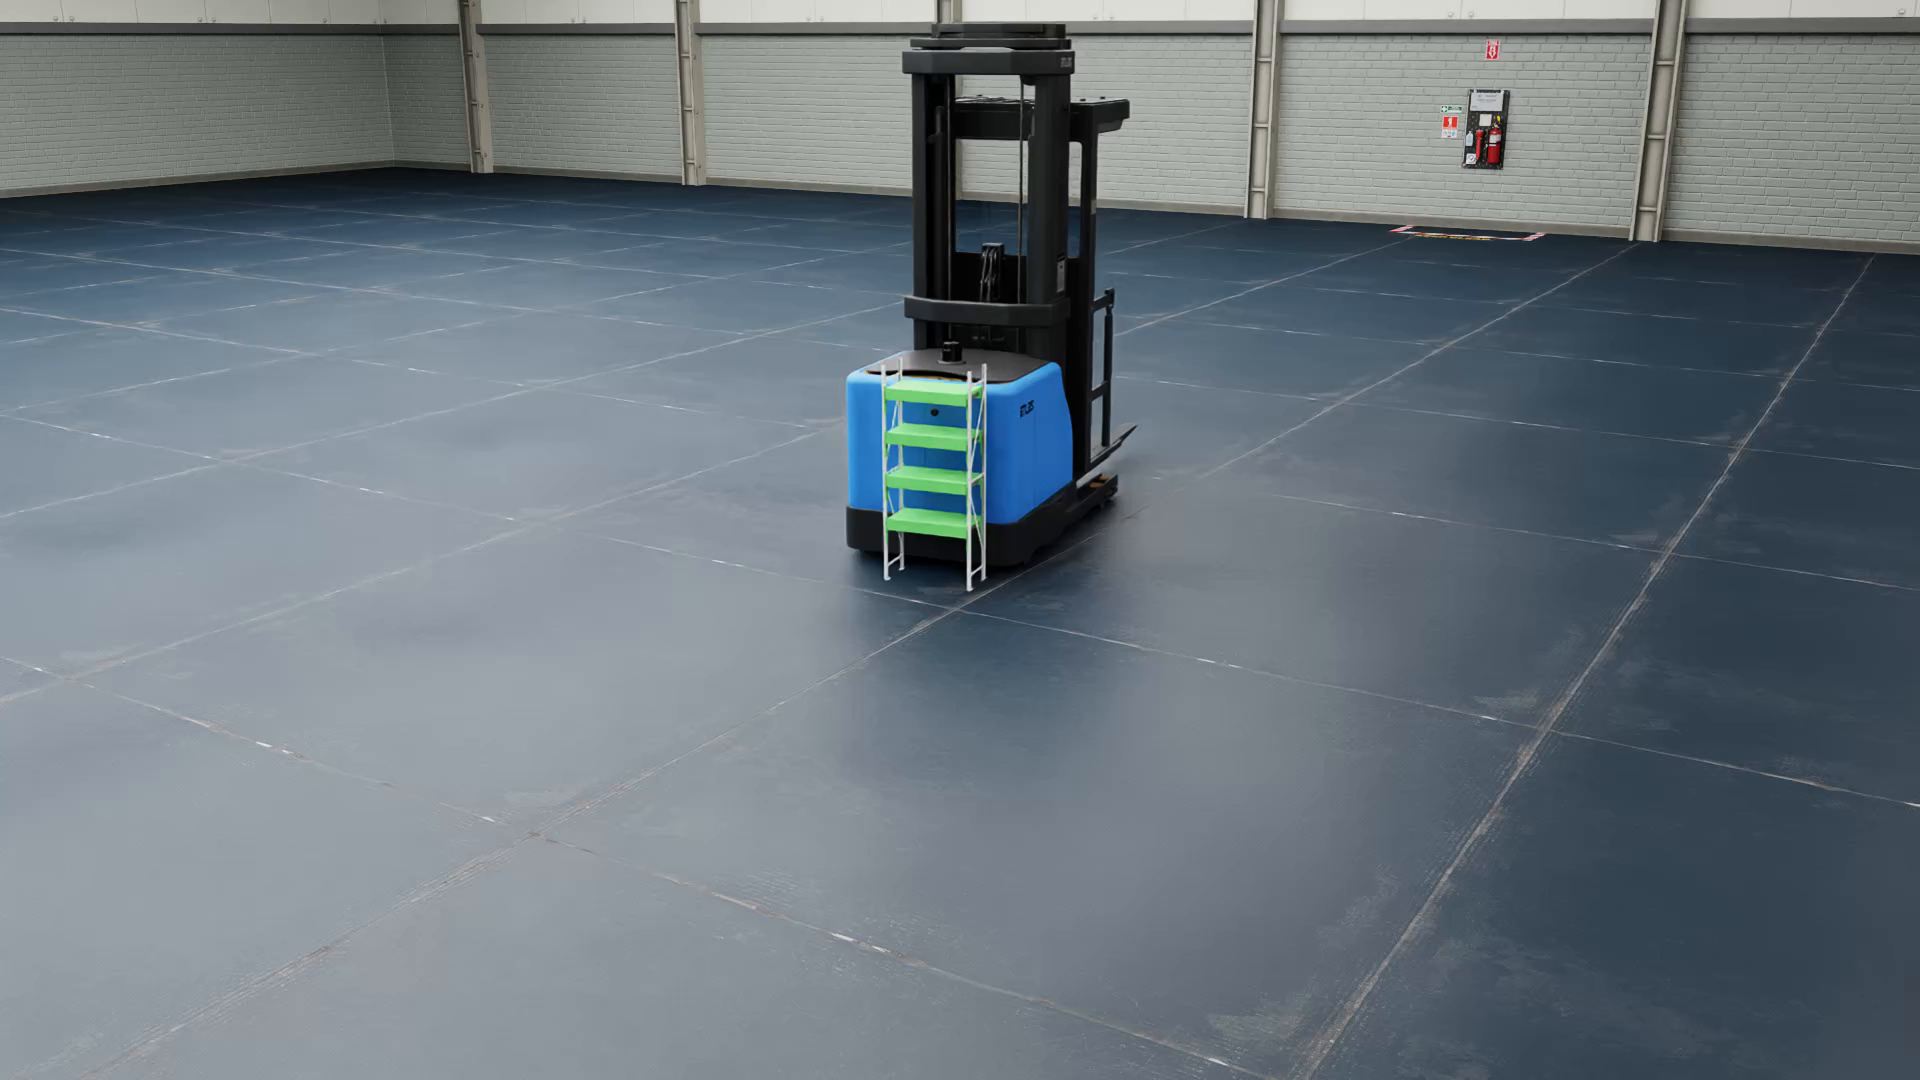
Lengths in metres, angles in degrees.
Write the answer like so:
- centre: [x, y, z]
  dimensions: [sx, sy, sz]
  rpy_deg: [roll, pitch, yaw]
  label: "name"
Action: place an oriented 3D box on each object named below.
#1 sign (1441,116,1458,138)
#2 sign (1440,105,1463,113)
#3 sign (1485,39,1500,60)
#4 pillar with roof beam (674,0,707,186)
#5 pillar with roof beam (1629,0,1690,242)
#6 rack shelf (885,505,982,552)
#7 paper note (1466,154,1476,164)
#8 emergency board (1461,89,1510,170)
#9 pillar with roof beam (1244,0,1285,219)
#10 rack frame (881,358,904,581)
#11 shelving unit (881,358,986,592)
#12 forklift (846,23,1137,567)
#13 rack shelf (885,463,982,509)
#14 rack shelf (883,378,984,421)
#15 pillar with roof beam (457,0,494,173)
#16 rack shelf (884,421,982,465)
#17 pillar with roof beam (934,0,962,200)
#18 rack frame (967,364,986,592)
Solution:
- centre: [7.517, -6.336, 25.516]
  dimensions: [0.234, 0.329, 0.001]
  rpy_deg: [10, 20, 30]
  label: "sign"
- centre: [7.516, -6.586, 25.429]
  dimensions: [0.331, 0.109, 0.001]
  rpy_deg: [10, 20, 30]
  label: "sign"
- centre: [7.980, -7.344, 24.909]
  dimensions: [0.199, 0.298, 0.001]
  rpy_deg: [10, 20, 30]
  label: "sign"
- centre: [-7.571, -10.366, 28.523]
  dimensions: [0.400, 9.000, 9.100]
  rpy_deg: [10, 20, 30]
  label: "pillar with roof beam"
- centre: [7.767, -7.628, 19.510]
  dimensions: [0.400, 9.000, 9.100]
  rpy_deg: [10, 20, 30]
  label: "pillar with roof beam"
- centre: [-0.138, -0.063, 9.071]
  dimensions: [0.480, 0.148, 0.258]
  rpy_deg: [7, 18, 21]
  label: "rack shelf"
- centre: [7.820, -5.831, 25.433]
  dimensions: [0.142, 0.148, 0.016]
  rpy_deg: [10, 20, 30]
  label: "paper note"
- centre: [7.934, -6.209, 25.160]
  dimensions: [0.643, 1.169, 0.194]
  rpy_deg: [10, 20, 30]
  label: "emergency board"
- centre: [2.654, -8.540, 22.514]
  dimensions: [0.400, 9.000, 9.100]
  rpy_deg: [10, 20, 30]
  label: "pillar with roof beam"
- centre: [-0.365, -0.380, 9.068]
  dimensions: [0.015, 1.200, 0.240]
  rpy_deg: [7, 18, 21]
  label: "rack frame"
- centre: [-0.138, -0.354, 8.982]
  dimensions: [0.503, 1.200, 0.258]
  rpy_deg: [7, 18, 21]
  label: "shelving unit"
- centre: [0.373, -1.642, 10.245]
  dimensions: [1.130, 2.935, 3.031]
  rpy_deg: [7, 18, 21]
  label: "forklift"
- centre: [-0.138, -0.293, 9.001]
  dimensions: [0.480, 0.148, 0.258]
  rpy_deg: [7, 18, 21]
  label: "rack shelf"
- centre: [-0.138, -0.752, 8.861]
  dimensions: [0.480, 0.148, 0.258]
  rpy_deg: [7, 18, 21]
  label: "rack shelf"
- centre: [-12.684, -11.278, 31.528]
  dimensions: [0.400, 9.000, 9.100]
  rpy_deg: [10, 20, 30]
  label: "pillar with roof beam"
- centre: [-0.138, -0.523, 8.931]
  dimensions: [0.480, 0.148, 0.258]
  rpy_deg: [7, 18, 21]
  label: "rack shelf"
- centre: [-2.458, -9.453, 25.519]
  dimensions: [0.400, 9.000, 9.100]
  rpy_deg: [10, 20, 30]
  label: "pillar with roof beam"
- centre: [0.089, -0.328, 8.897]
  dimensions: [0.015, 1.200, 0.240]
  rpy_deg: [7, 18, 21]
  label: "rack frame"
